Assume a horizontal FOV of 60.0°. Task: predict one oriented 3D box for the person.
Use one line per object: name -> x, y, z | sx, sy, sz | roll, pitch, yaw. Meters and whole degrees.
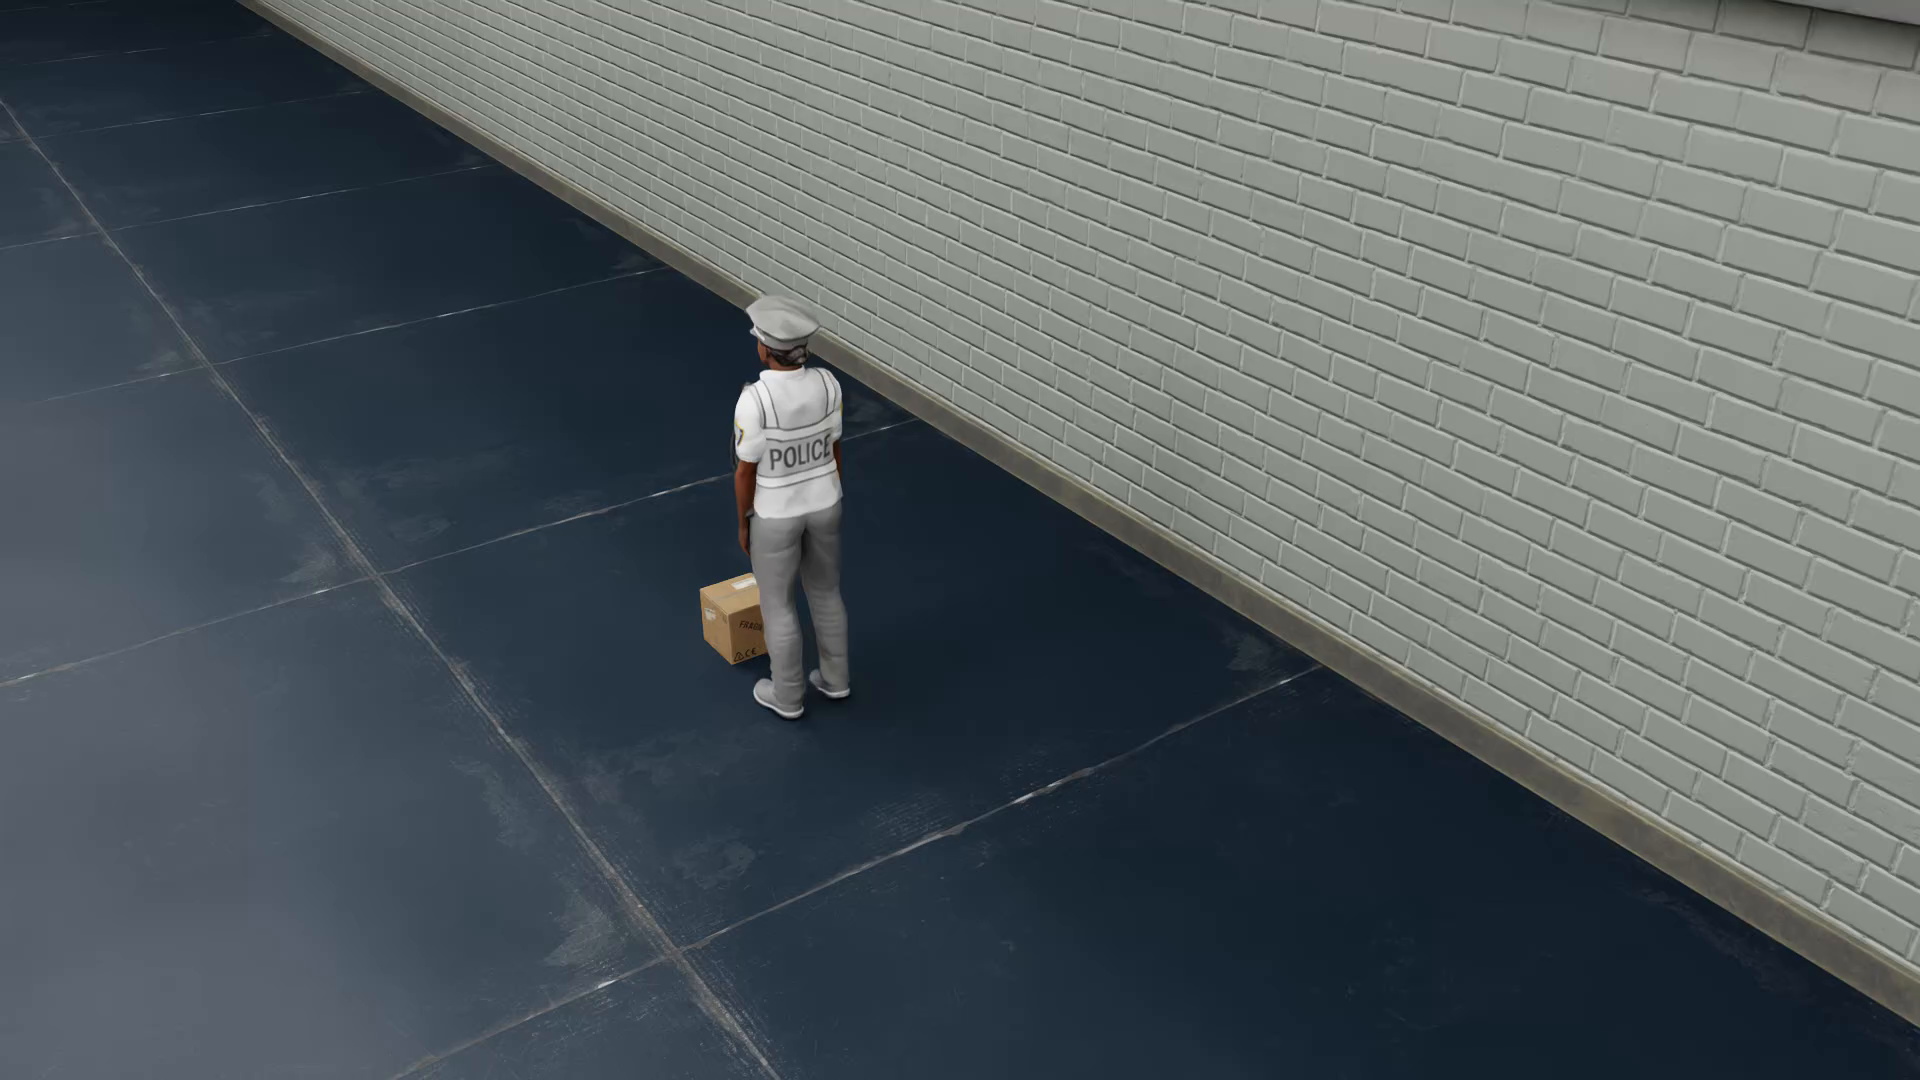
person -> -0.650, -0.091, 6.305 | 0.443, 1.726, 0.338 | -18, 34, -30
